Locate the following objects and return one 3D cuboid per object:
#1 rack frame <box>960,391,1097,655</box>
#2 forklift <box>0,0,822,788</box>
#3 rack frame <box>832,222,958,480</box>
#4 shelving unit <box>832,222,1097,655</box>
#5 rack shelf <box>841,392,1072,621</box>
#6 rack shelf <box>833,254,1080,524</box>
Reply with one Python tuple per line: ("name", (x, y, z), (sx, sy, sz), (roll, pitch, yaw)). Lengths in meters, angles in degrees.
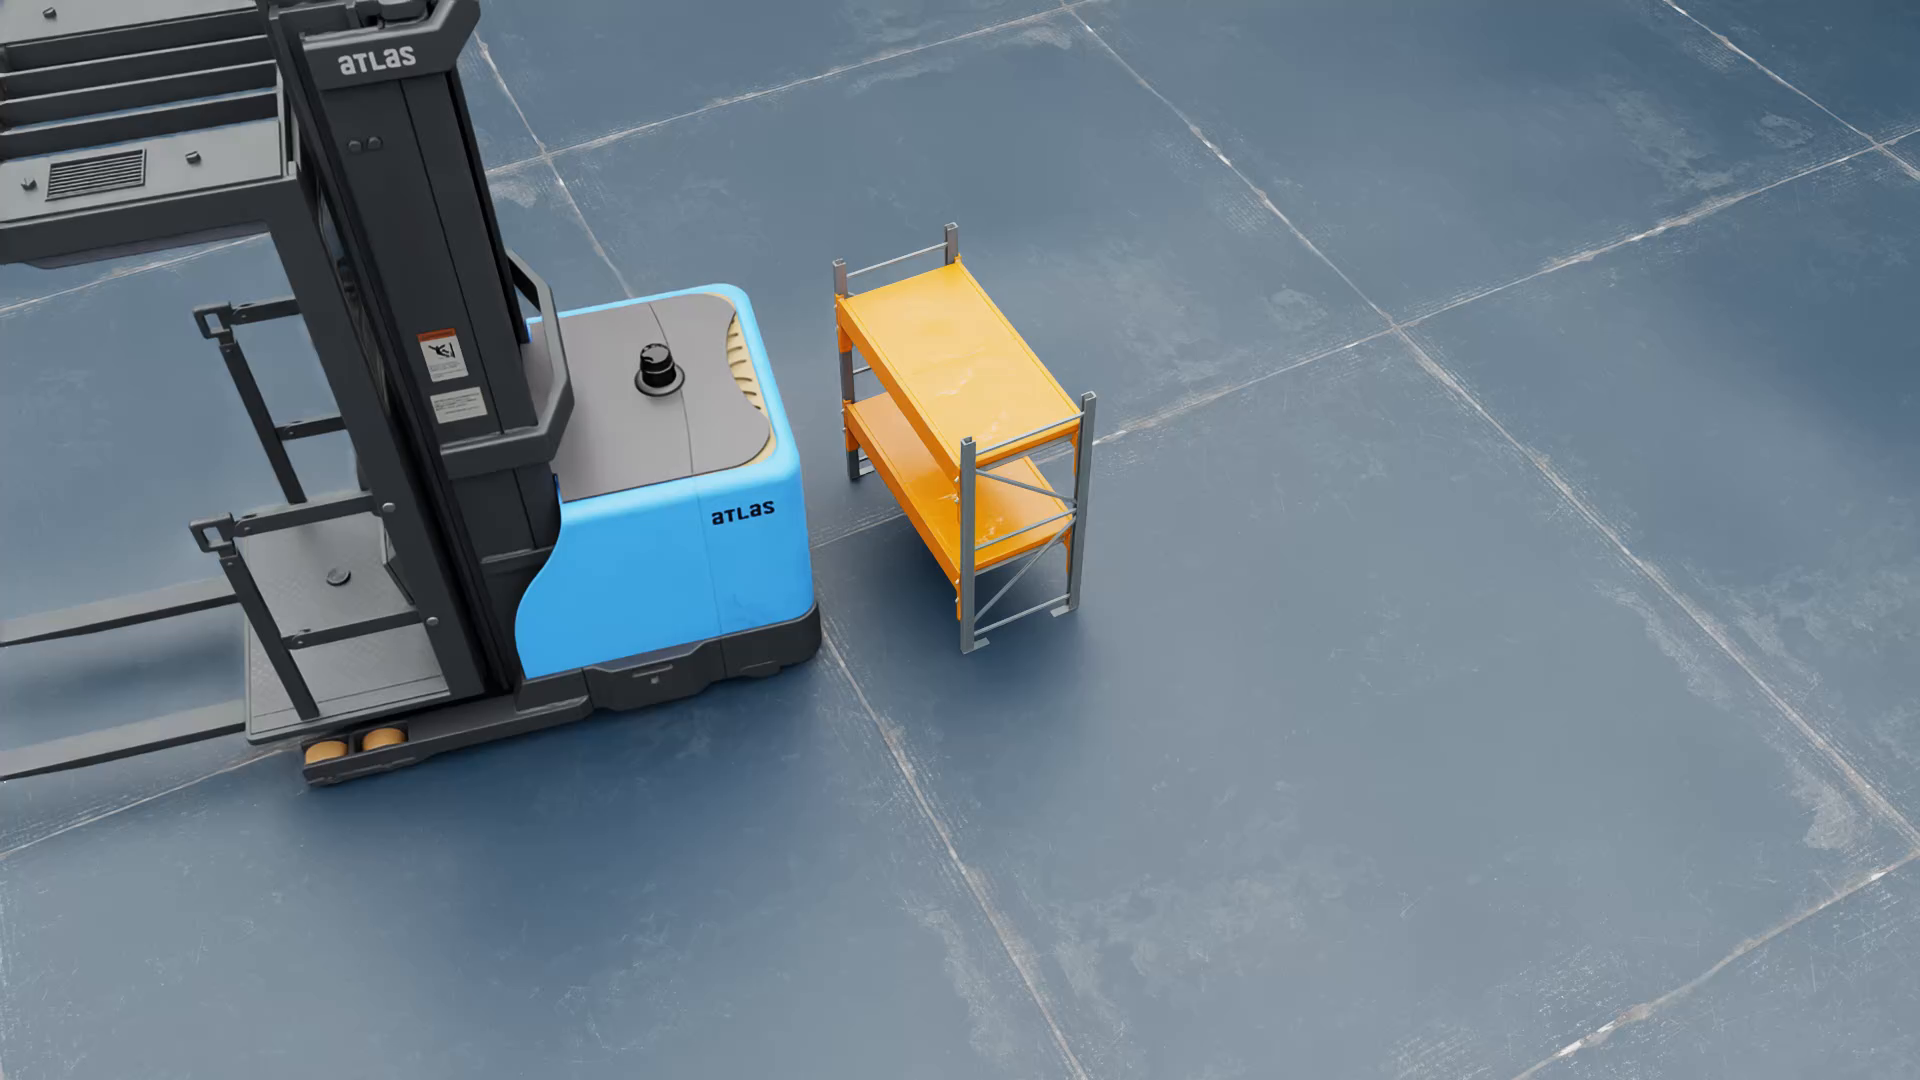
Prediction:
("rack frame", (0.230, -0.035, 5.926), (0.500, 1.125, 0.032), (-21, 52, -18))
("forklift", (-2.092, -0.547, 5.174), (3.031, 2.935, 1.130), (-12, 50, -11))
("rack frame", (-0.236, -0.715, 6.521), (0.500, 1.125, 0.032), (-21, 52, -18))
("shelving unit", (-0.003, -0.375, 6.223), (0.538, 1.125, 1.048), (-21, 52, -18))
("rack shelf", (-0.003, -0.214, 6.407), (0.538, 0.278, 1.000), (-21, 52, -18))
("rack shelf", (-0.003, -0.568, 6.003), (0.538, 0.278, 1.000), (-21, 52, -18))
